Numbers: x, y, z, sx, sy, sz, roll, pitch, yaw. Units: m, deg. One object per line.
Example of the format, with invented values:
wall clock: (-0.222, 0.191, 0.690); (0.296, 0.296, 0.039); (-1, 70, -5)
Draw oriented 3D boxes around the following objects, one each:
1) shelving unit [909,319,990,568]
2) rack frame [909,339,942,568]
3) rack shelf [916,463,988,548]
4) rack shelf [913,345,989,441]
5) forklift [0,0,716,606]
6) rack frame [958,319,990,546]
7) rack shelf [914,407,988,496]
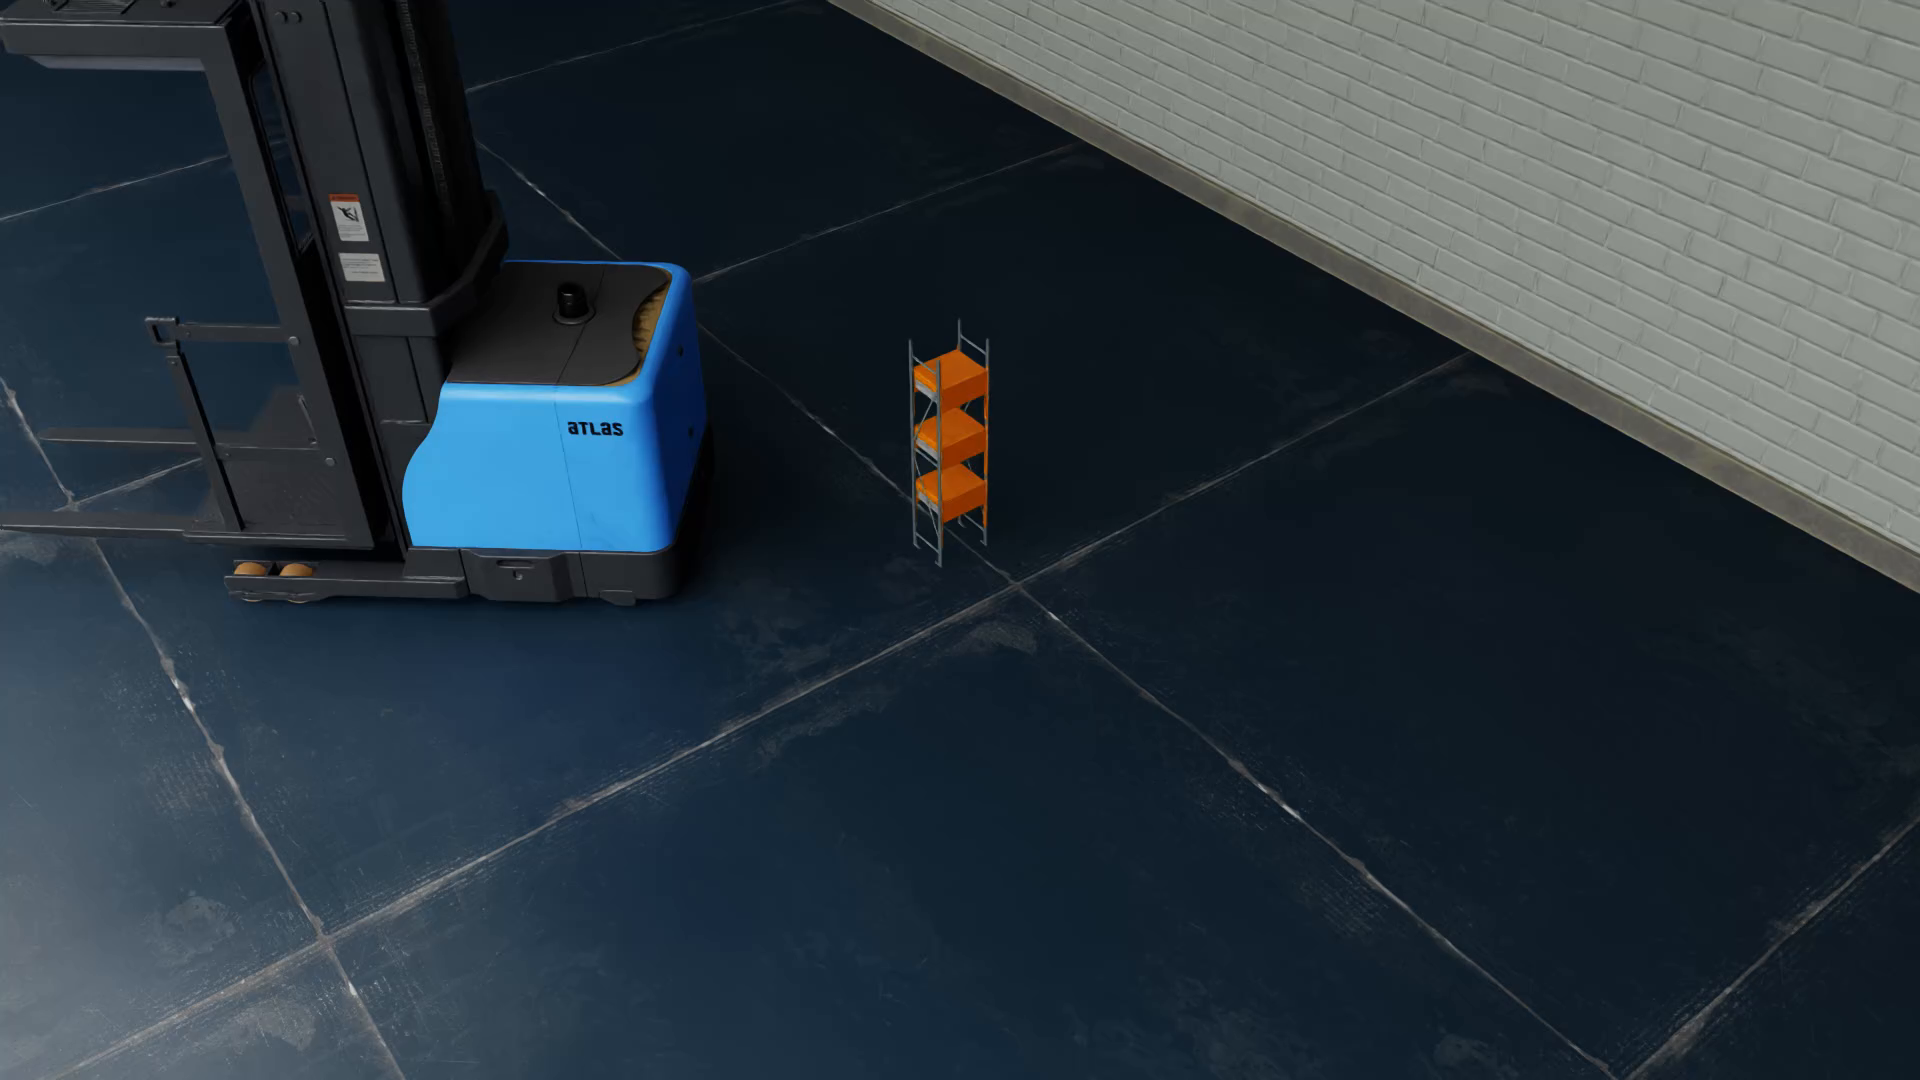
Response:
shelving unit: (-0.042, -0.385, 6.892); (0.252, 1.050, 0.215); (-26, 46, -28)
rack frame: (-0.139, -0.338, 6.834); (0.008, 1.050, 0.200); (-26, 46, -28)
rack shelf: (-0.042, -0.162, 7.075); (0.240, 0.259, 0.215); (-26, 46, -28)
rack shelf: (-0.042, -0.596, 6.719); (0.240, 0.259, 0.215); (-26, 46, -28)
forklift: (-2.645, -1.204, 6.407); (3.031, 2.935, 1.130); (2, 39, 2)
rack frame: (0.054, -0.432, 6.949); (0.008, 1.050, 0.200); (-26, 46, -28)
rack shelf: (-0.042, -0.377, 6.899); (0.240, 0.259, 0.215); (-26, 46, -28)
